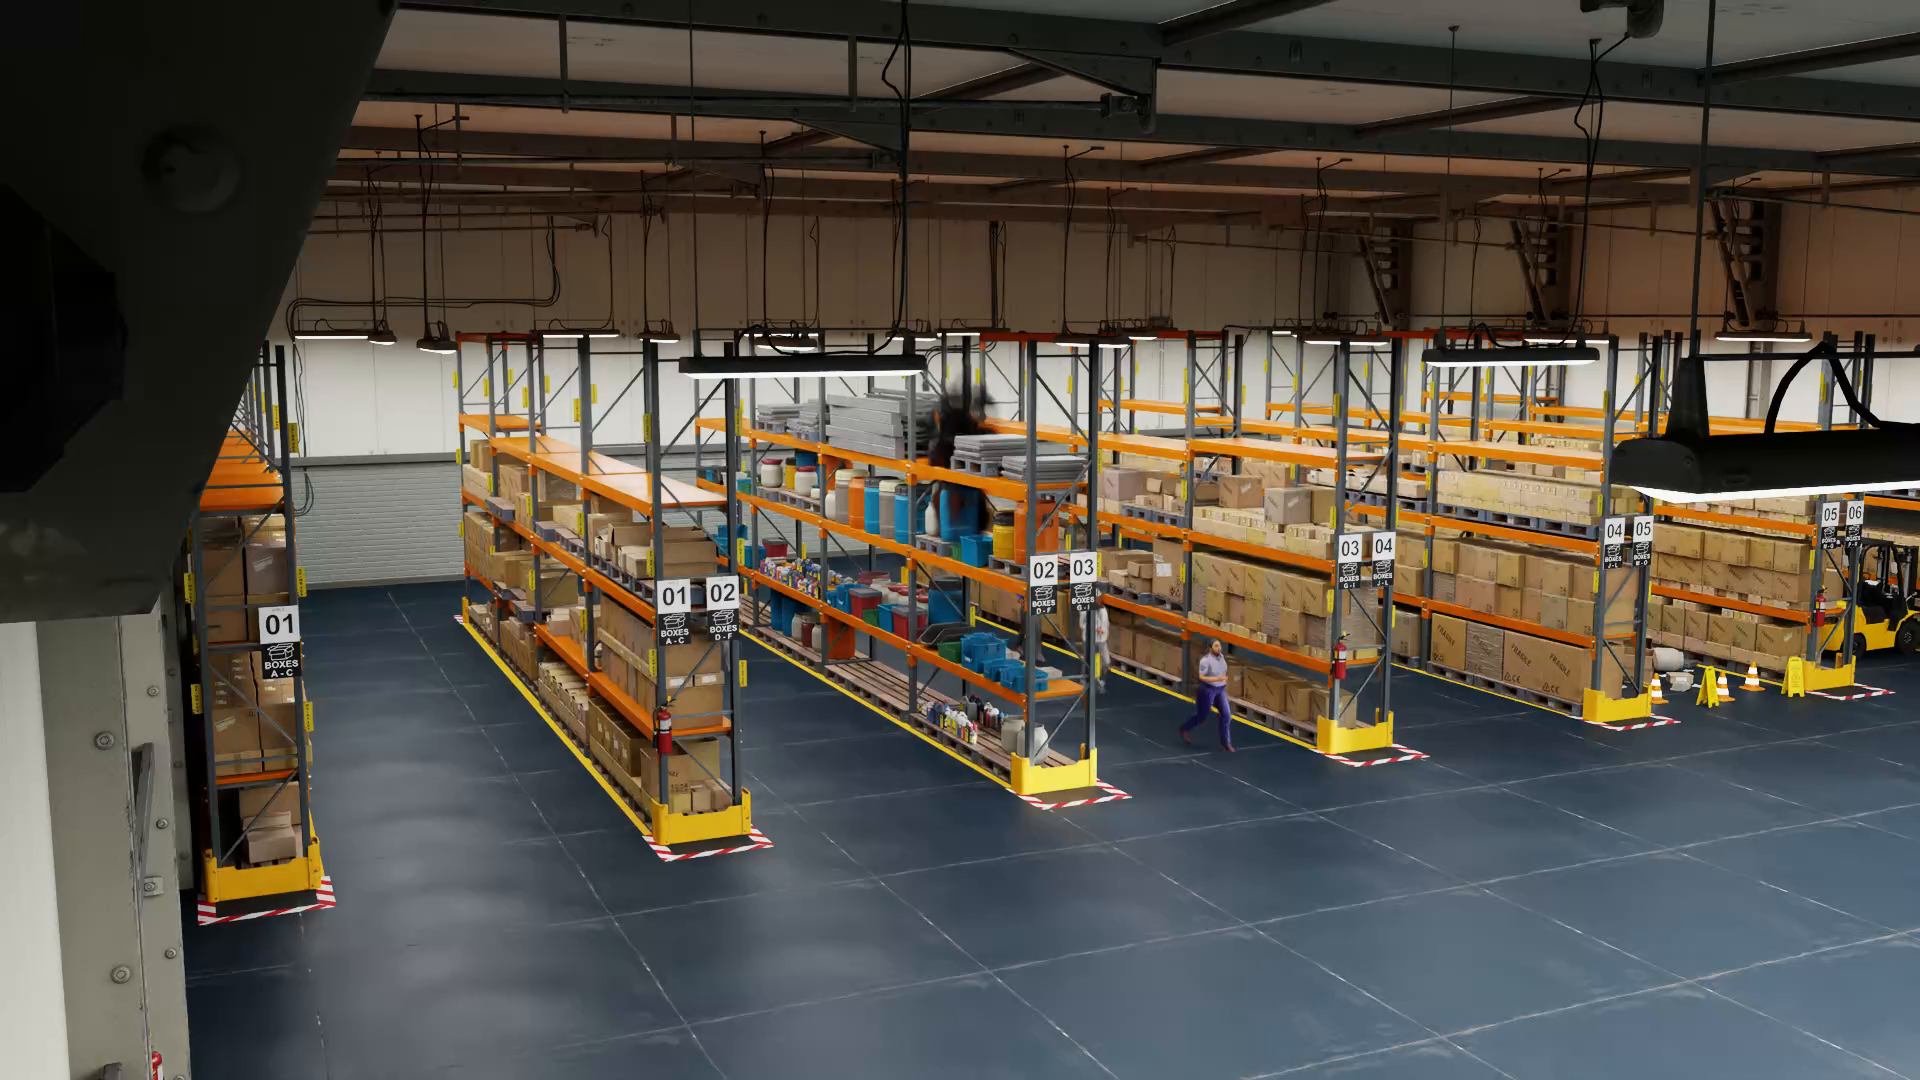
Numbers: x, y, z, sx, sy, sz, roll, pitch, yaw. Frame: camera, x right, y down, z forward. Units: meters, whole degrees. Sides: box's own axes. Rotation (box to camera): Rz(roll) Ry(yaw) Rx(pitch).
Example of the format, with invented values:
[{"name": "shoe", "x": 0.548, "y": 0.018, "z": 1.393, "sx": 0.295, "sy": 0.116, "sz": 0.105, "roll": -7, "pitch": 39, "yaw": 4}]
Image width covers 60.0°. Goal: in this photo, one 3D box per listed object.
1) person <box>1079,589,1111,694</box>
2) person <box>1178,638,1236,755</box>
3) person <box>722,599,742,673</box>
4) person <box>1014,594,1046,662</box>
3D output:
[{"name": "person", "x": 2.287, "y": 1.719, "z": 27.924, "sx": 0.671, "sy": 1.834, "sz": 0.726, "roll": -4, "pitch": 9, "yaw": -26}, {"name": "person", "x": 3.657, "y": 2.250, "z": 24.345, "sx": 0.614, "sy": 1.677, "sz": 0.930, "roll": -6, "pitch": 9, "yaw": -36}, {"name": "person", "x": -4.173, "y": 1.524, "z": 29.741, "sx": 0.614, "sy": 1.638, "sz": 0.598, "roll": -4, "pitch": 9, "yaw": -30}, {"name": "person", "x": 1.295, "y": 1.368, "z": 30.658, "sx": 0.578, "sy": 1.643, "sz": 0.870, "roll": -4, "pitch": 9, "yaw": -30}]
